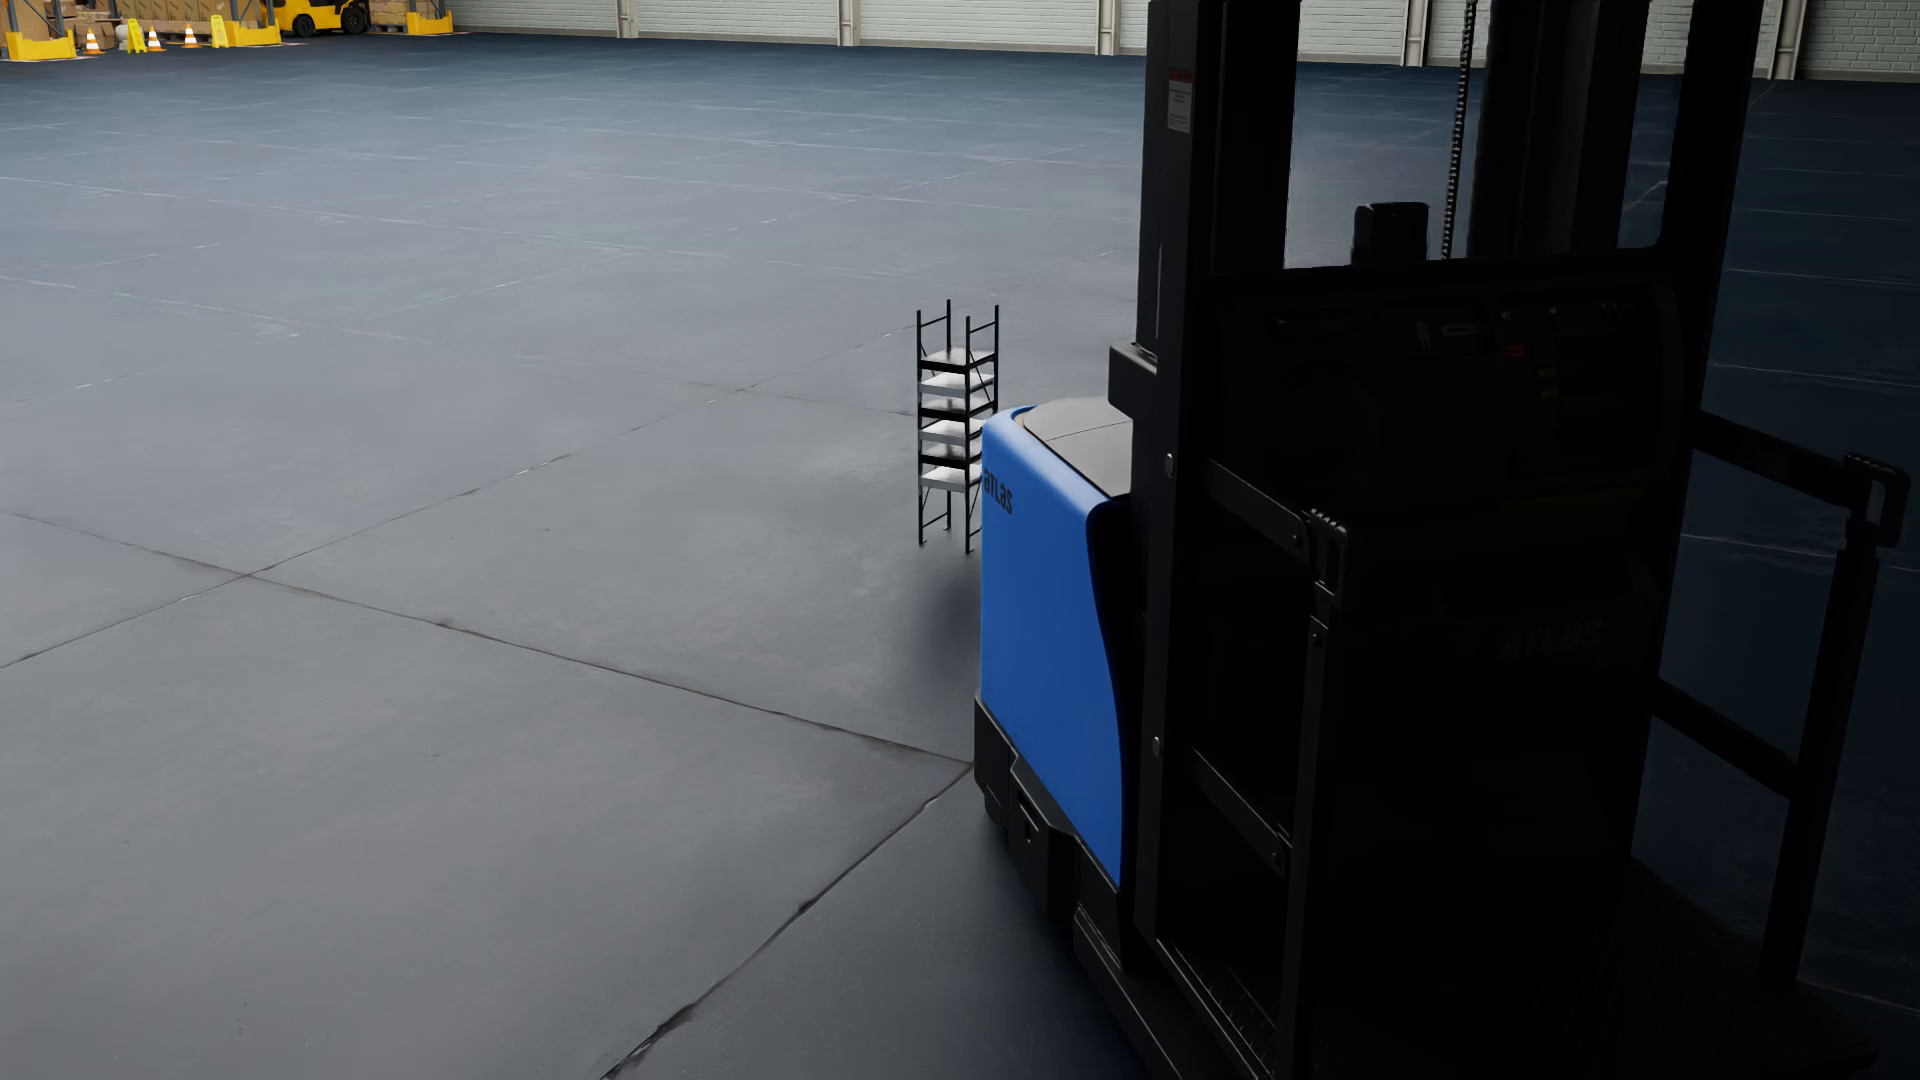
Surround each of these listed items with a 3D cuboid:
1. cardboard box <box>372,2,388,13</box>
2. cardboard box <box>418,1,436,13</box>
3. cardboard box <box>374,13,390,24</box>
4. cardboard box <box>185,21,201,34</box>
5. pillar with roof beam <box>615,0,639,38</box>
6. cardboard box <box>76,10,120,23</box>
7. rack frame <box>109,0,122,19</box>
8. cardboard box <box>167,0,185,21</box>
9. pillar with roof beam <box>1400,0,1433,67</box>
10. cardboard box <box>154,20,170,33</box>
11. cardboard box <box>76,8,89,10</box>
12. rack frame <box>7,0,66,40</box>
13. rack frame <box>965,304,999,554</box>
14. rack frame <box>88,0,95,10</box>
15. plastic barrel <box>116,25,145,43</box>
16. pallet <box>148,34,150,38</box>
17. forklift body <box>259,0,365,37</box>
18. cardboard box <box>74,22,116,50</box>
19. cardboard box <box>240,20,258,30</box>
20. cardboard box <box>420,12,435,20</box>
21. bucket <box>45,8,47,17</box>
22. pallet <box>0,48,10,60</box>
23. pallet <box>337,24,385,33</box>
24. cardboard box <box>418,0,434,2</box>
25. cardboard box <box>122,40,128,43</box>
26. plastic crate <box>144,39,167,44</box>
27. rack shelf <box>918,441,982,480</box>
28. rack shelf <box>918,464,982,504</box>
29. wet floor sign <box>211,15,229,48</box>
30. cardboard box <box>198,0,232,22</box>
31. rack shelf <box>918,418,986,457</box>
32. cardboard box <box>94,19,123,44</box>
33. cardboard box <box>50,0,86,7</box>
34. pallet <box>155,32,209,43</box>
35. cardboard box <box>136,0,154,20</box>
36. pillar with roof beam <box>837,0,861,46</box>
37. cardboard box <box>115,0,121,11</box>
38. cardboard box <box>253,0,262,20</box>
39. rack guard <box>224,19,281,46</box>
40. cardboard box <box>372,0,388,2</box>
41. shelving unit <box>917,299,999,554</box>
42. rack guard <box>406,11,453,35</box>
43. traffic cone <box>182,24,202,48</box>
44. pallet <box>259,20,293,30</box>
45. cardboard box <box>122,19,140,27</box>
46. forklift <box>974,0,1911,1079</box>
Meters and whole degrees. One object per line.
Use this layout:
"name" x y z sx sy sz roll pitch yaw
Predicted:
"cardboard box" -13.670 -12.734 39.755 0.500 0.250 0.500 11 22 27
"cardboard box" -12.969 -12.800 39.936 0.500 0.250 0.500 11 23 28
"cardboard box" -13.653 -12.494 39.827 0.500 0.250 0.500 11 23 27
"cardboard box" -16.362 -11.089 35.953 0.500 0.250 0.500 11 23 27
"pillar with roof beam" -9.689 -14.445 32.990 0.400 9.000 9.100 11 23 27
"cardboard box" -19.658 -11.874 37.938 0.625 0.372 0.950 12 23 31
"rack frame" -18.569 -12.707 36.996 0.127 3.000 1.000 11 23 27
"cardboard box" -16.798 -11.526 36.058 0.500 0.500 0.500 10 22 26
"pillar with roof beam" 6.025 -11.451 24.737 0.400 9.000 9.100 11 23 27
"cardboard box" -17.250 -11.260 36.425 0.500 0.250 0.500 10 22 27
"cardboard box" -23.766 -14.378 45.168 0.250 0.149 0.380 10 22 26
"rack frame" -17.403 -10.551 31.053 0.127 3.000 1.000 11 23 27
"rack frame" 0.082 -0.407 6.169 0.006 0.900 0.240 11 23 27
"rack frame" -23.136 -15.515 44.739 0.127 3.000 1.000 11 23 27
"plastic barrel" -17.619 -10.723 35.306 0.512 0.421 0.421 -7 21 -20
"pallet" -19.250 -11.525 37.827 1.213 0.211 1.003 11 23 27
"forklift body" -15.205 -12.893 38.754 1.214 2.155 2.313 11 23 27
"cardboard box" -17.845 -10.406 34.315 0.637 0.503 0.797 -4 20 -10
"cardboard box" -15.647 -11.163 36.156 0.500 0.250 0.500 11 22 27
"cardboard box" -12.993 -12.565 40.021 0.500 0.250 0.500 11 23 28
"bucket" -19.652 -11.056 35.016 0.726 0.611 0.620 -16 16 -38
"pallet" -18.139 -9.350 31.831 1.213 0.211 1.003 11 23 27
"pallet" -14.409 -12.527 40.590 1.213 0.211 1.003 11 23 27
"cardboard box" -12.987 -13.031 39.840 0.500 0.250 0.500 10 22 26
"cardboard box" -17.206 -10.318 34.591 0.380 0.149 0.250 -11 23 -29
"plastic crate" -17.598 -10.829 36.101 0.583 0.080 0.402 3 20 9
"rack shelf" -0.007 -0.308 6.257 0.200 0.077 0.258 11 23 27
"rack shelf" -0.007 -0.224 6.288 0.200 0.077 0.258 11 23 27
"wet floor sign" -15.433 -10.585 34.598 0.267 0.644 0.232 -16 26 -38
"cardboard box" -15.904 -11.355 35.585 0.500 0.500 0.500 11 23 28
"rack shelf" -0.007 -0.393 6.227 0.200 0.077 0.258 11 23 27
"cardboard box" -18.297 -10.950 35.814 0.500 0.500 0.500 -7 21 -20
"cardboard box" -24.507 -14.747 45.670 0.500 0.500 0.700 10 22 25
"pallet" -16.896 -11.092 36.634 1.213 0.211 1.003 11 23 27
"cardboard box" -17.713 -11.700 36.538 0.500 0.500 0.500 12 23 29
"pillar with roof beam" -4.451 -13.447 30.239 0.400 9.000 9.100 11 23 27
"cardboard box" -22.354 -14.305 44.451 0.500 0.500 0.500 10 22 27
"cardboard box" -17.286 -13.481 41.997 0.625 0.625 0.875 11 22 27
"rack guard" -15.143 -10.879 35.623 0.348 0.500 1.175 11 23 27
"cardboard box" -13.662 -12.962 39.649 0.500 0.250 0.500 11 23 28
"shelving unit" -0.007 -0.424 6.215 0.210 0.900 0.258 11 23 27
"rack guard" -12.639 -12.341 39.653 0.348 0.500 1.175 11 23 27
"traffic cone" -16.082 -10.536 34.733 0.334 0.463 0.336 11 23 27
"pallet" -16.814 -12.985 41.853 1.213 0.211 1.003 11 23 27
"cardboard box" -18.186 -11.433 36.901 0.500 0.250 0.500 10 22 25
"forklift" 0.952 -0.263 2.792 1.130 2.935 3.031 -6 21 -16
